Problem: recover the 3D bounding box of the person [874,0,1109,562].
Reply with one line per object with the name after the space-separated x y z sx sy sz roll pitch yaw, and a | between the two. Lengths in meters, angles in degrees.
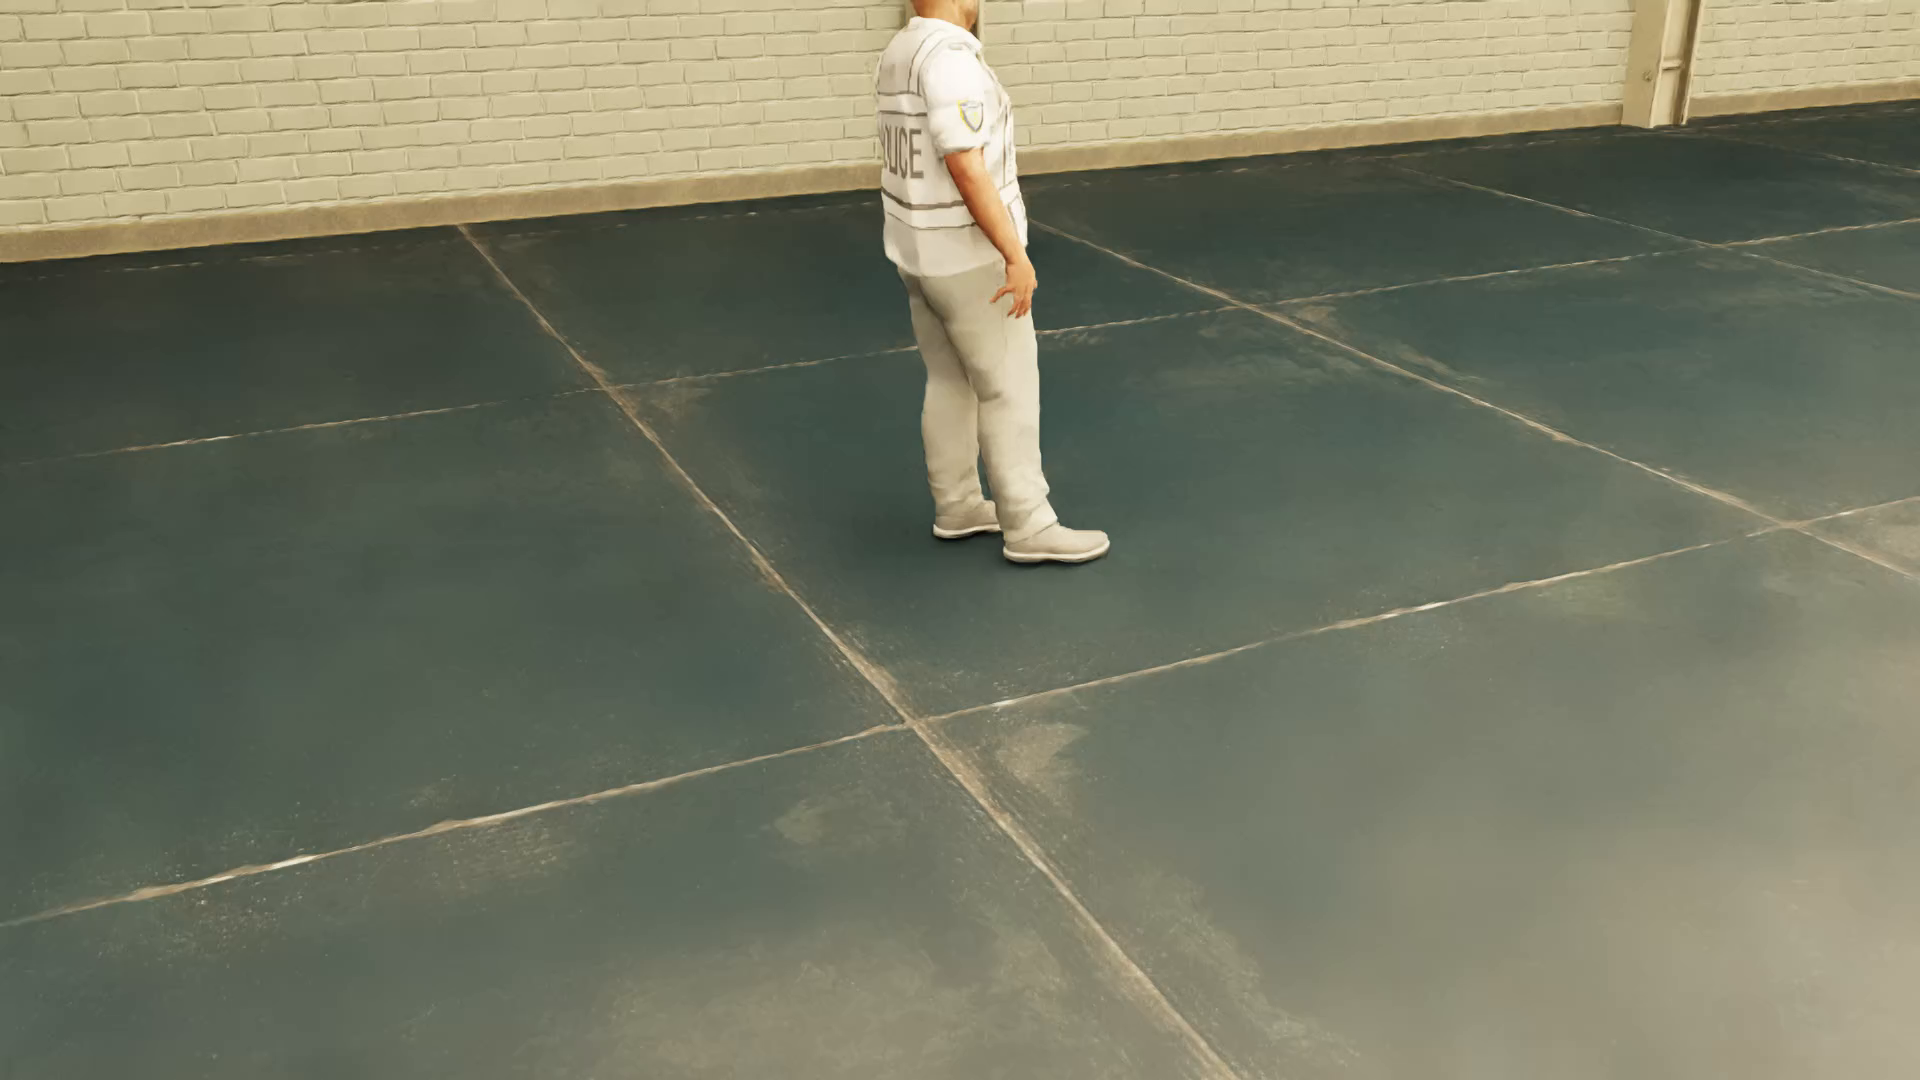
0.076 -0.839 4.782 0.574 1.781 0.640 -10 25 -23 | person
